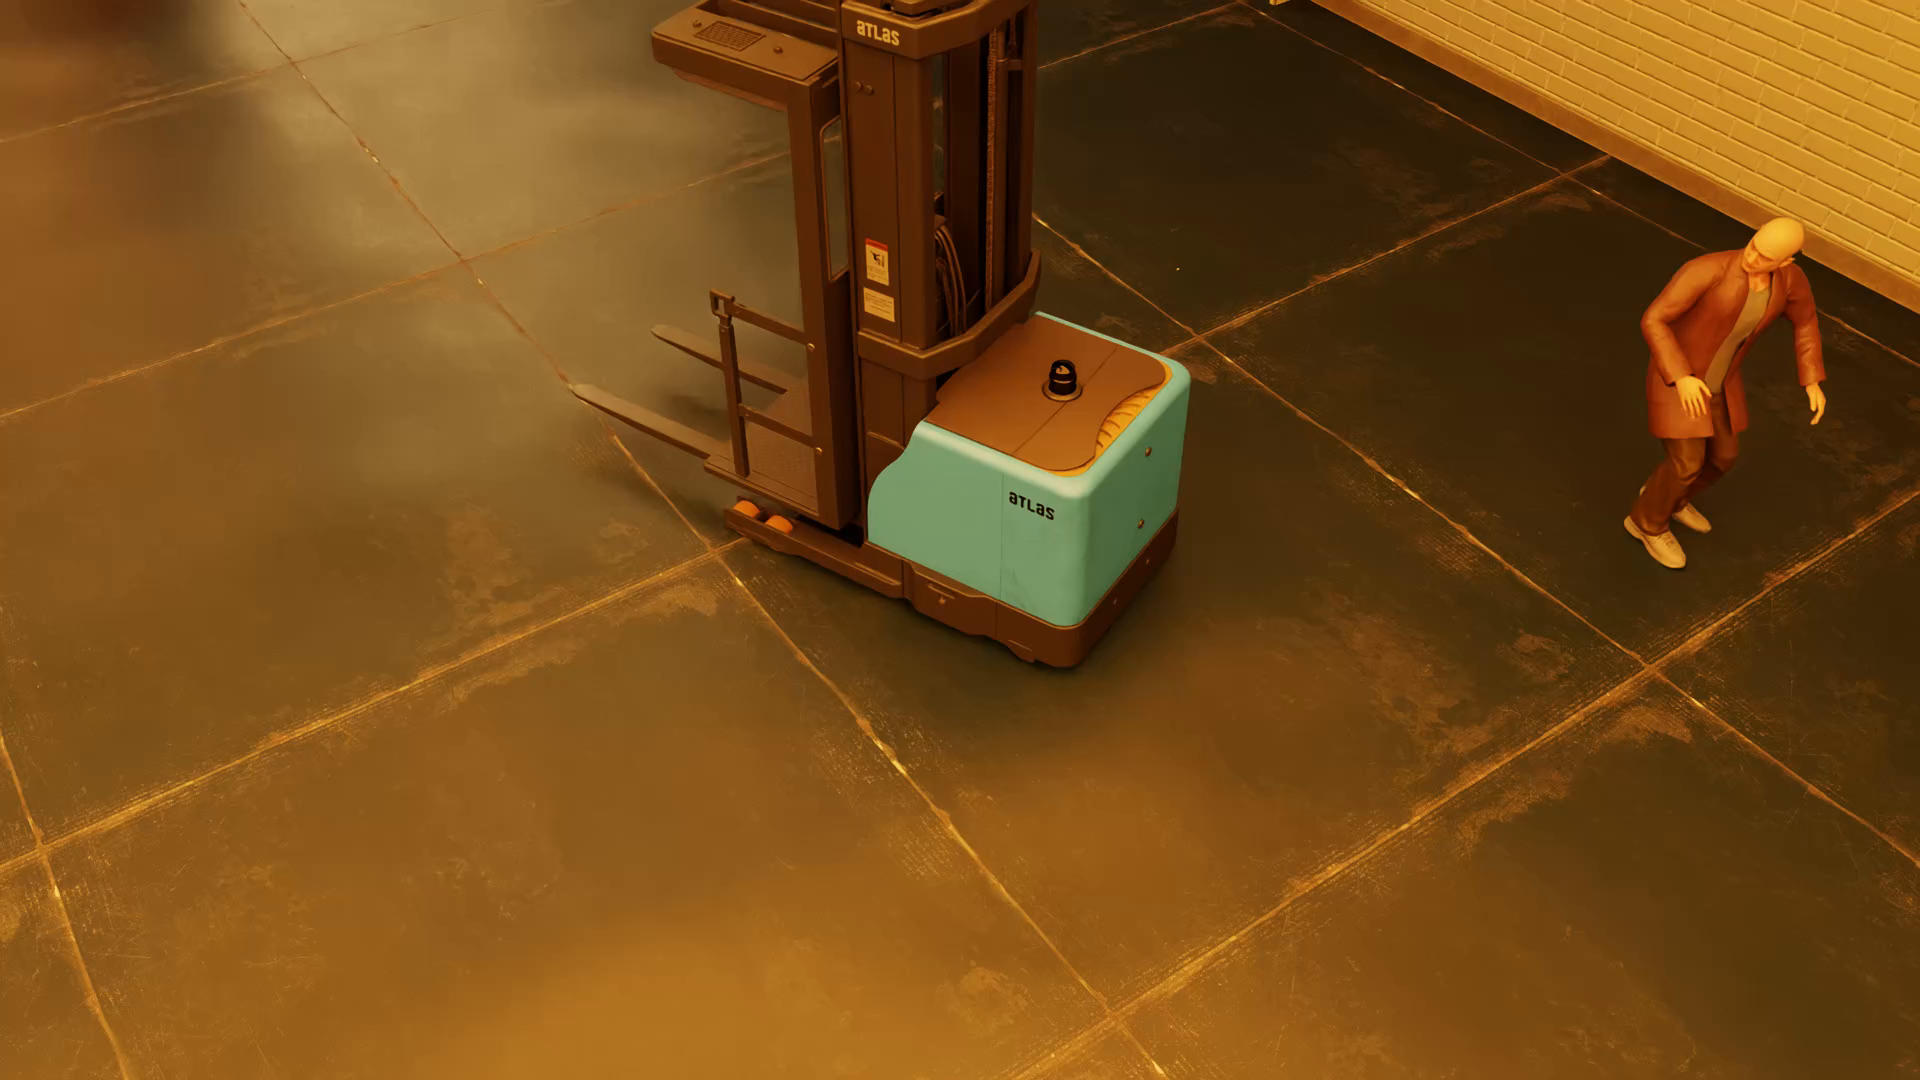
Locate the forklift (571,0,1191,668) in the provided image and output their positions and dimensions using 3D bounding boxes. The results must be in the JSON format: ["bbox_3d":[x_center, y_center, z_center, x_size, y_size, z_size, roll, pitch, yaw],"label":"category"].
[{"bbox_3d":[-0.511,-1.302,7.129,3.031,2.935,1.130,24,48,24],"label":"forklift"}]

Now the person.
[{"bbox_3d":[3.359,-0.654,7.348,0.830,1.729,0.576,-12,44,-12],"label":"person"}]
